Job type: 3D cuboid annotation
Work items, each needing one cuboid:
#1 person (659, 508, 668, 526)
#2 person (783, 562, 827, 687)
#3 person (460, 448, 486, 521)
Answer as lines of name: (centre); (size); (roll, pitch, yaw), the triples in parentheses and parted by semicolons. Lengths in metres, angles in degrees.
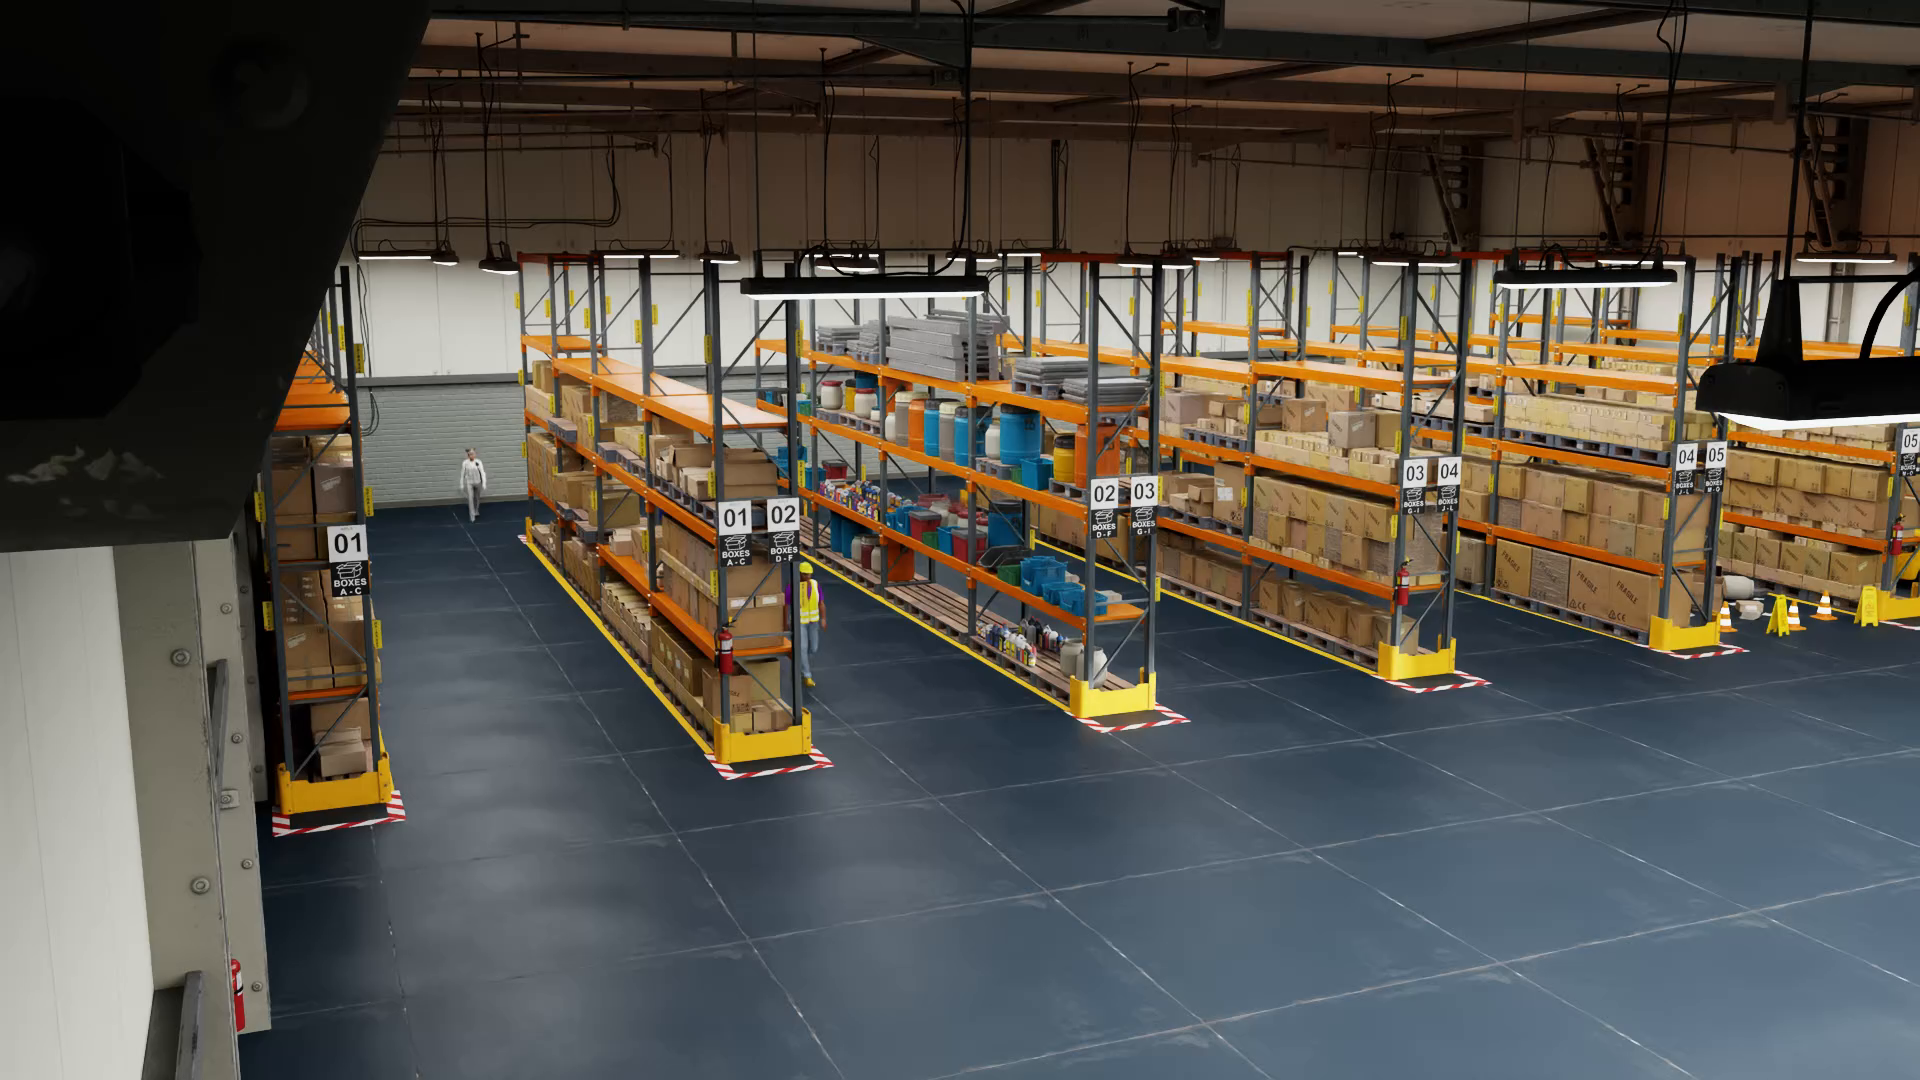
person: (-5.766, -0.282, 32.057); (0.448, 1.581, 1.039); (-4, 11, -23)
person: (-2.172, 1.165, 23.733); (0.584, 1.705, 0.986); (-7, 13, -35)
person: (-10.946, -1.278, 37.390); (0.556, 1.614, 1.042); (-4, 11, -19)
